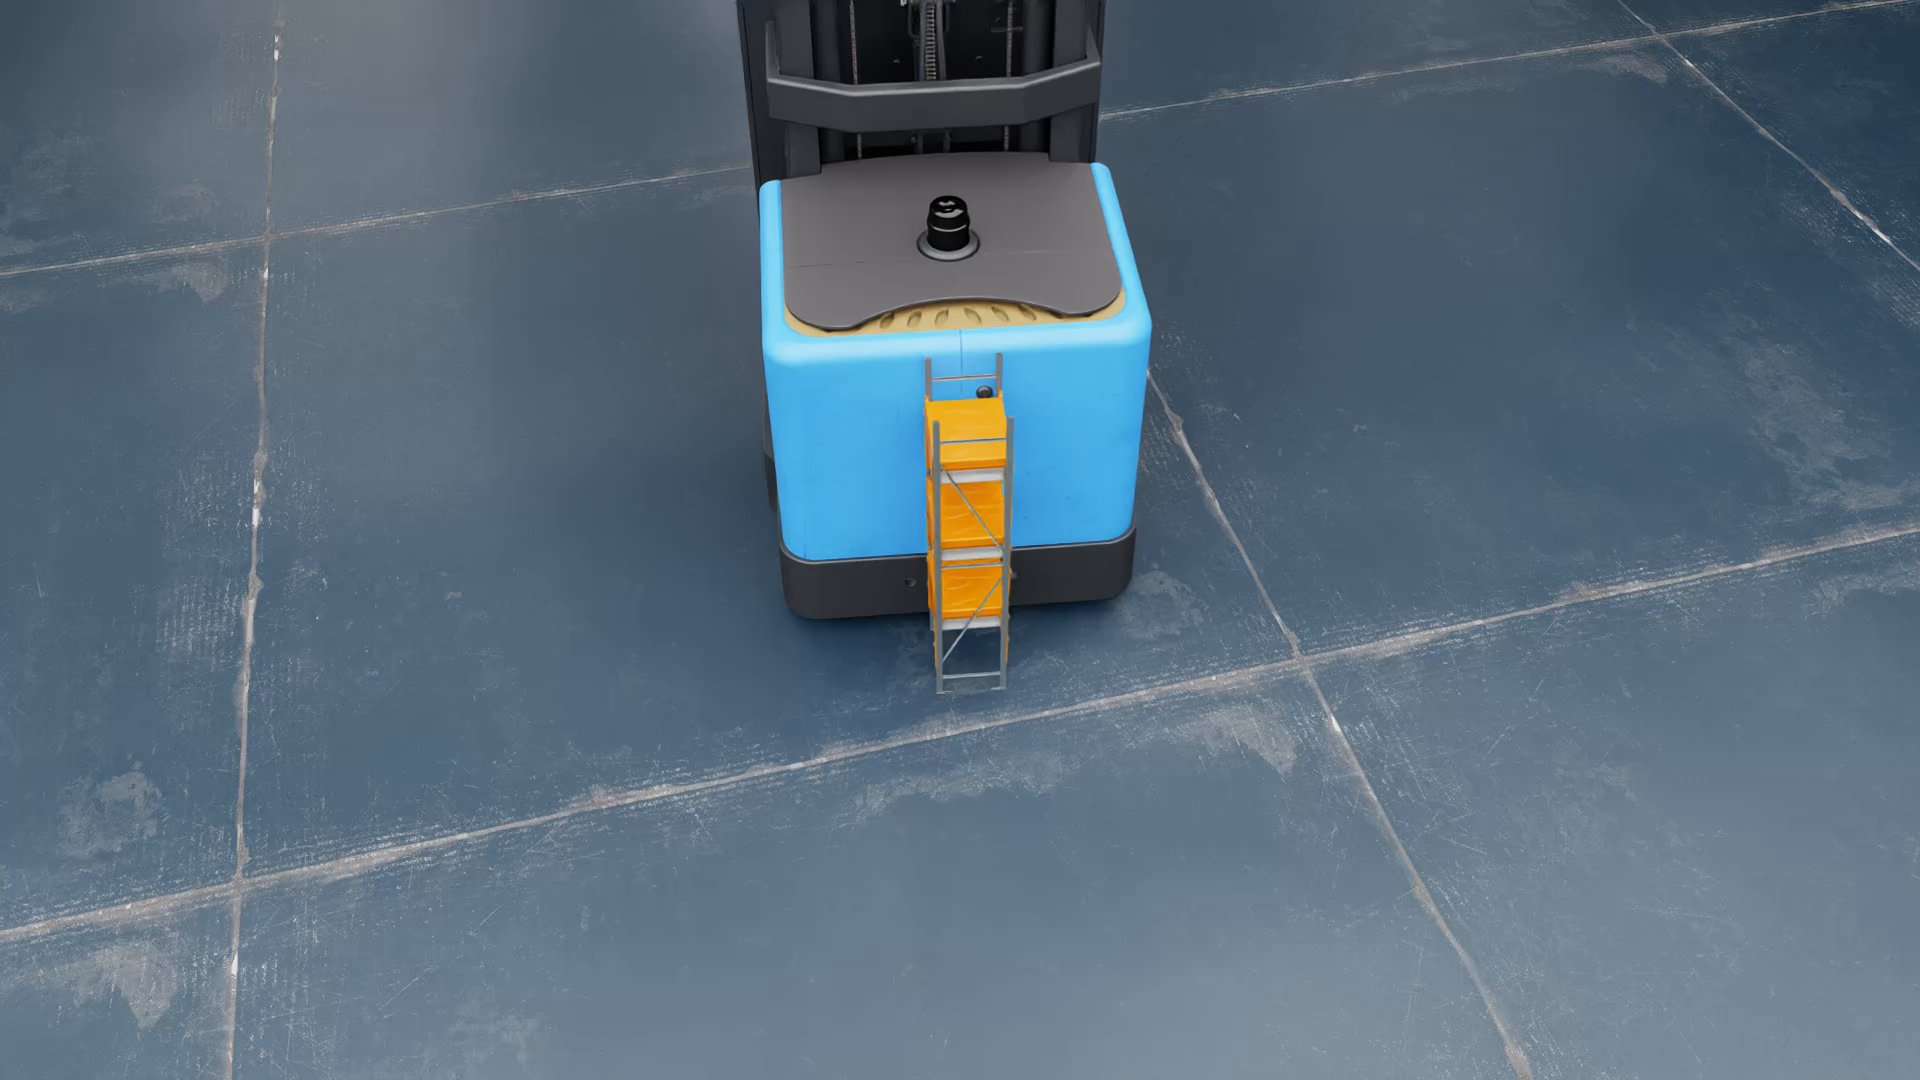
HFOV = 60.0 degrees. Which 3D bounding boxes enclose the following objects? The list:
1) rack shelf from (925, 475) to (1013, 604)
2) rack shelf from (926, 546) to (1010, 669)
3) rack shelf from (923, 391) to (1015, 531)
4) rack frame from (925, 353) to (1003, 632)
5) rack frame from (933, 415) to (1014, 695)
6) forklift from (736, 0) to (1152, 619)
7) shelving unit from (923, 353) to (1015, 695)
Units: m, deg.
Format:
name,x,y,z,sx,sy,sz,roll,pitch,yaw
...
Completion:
name,x,y,z,sx,sy,sz,roll,pitch,yaw
rack shelf,0.021,-0.008,4.538,0.215,0.259,0.240,-4,46,-4
rack shelf,0.021,0.186,4.736,0.215,0.259,0.240,-4,46,-4
rack shelf,0.021,-0.207,4.335,0.215,0.259,0.240,-4,46,-4
rack frame,0.010,-0.102,4.615,0.200,1.050,0.008,-4,46,-4
rack frame,0.033,0.071,4.445,0.200,1.050,0.008,-4,46,-4
forklift,-0.137,-1.846,5.006,1.130,2.935,3.031,-4,46,-4
shelving unit,0.021,-0.016,4.530,0.215,1.050,0.252,-4,46,-4
